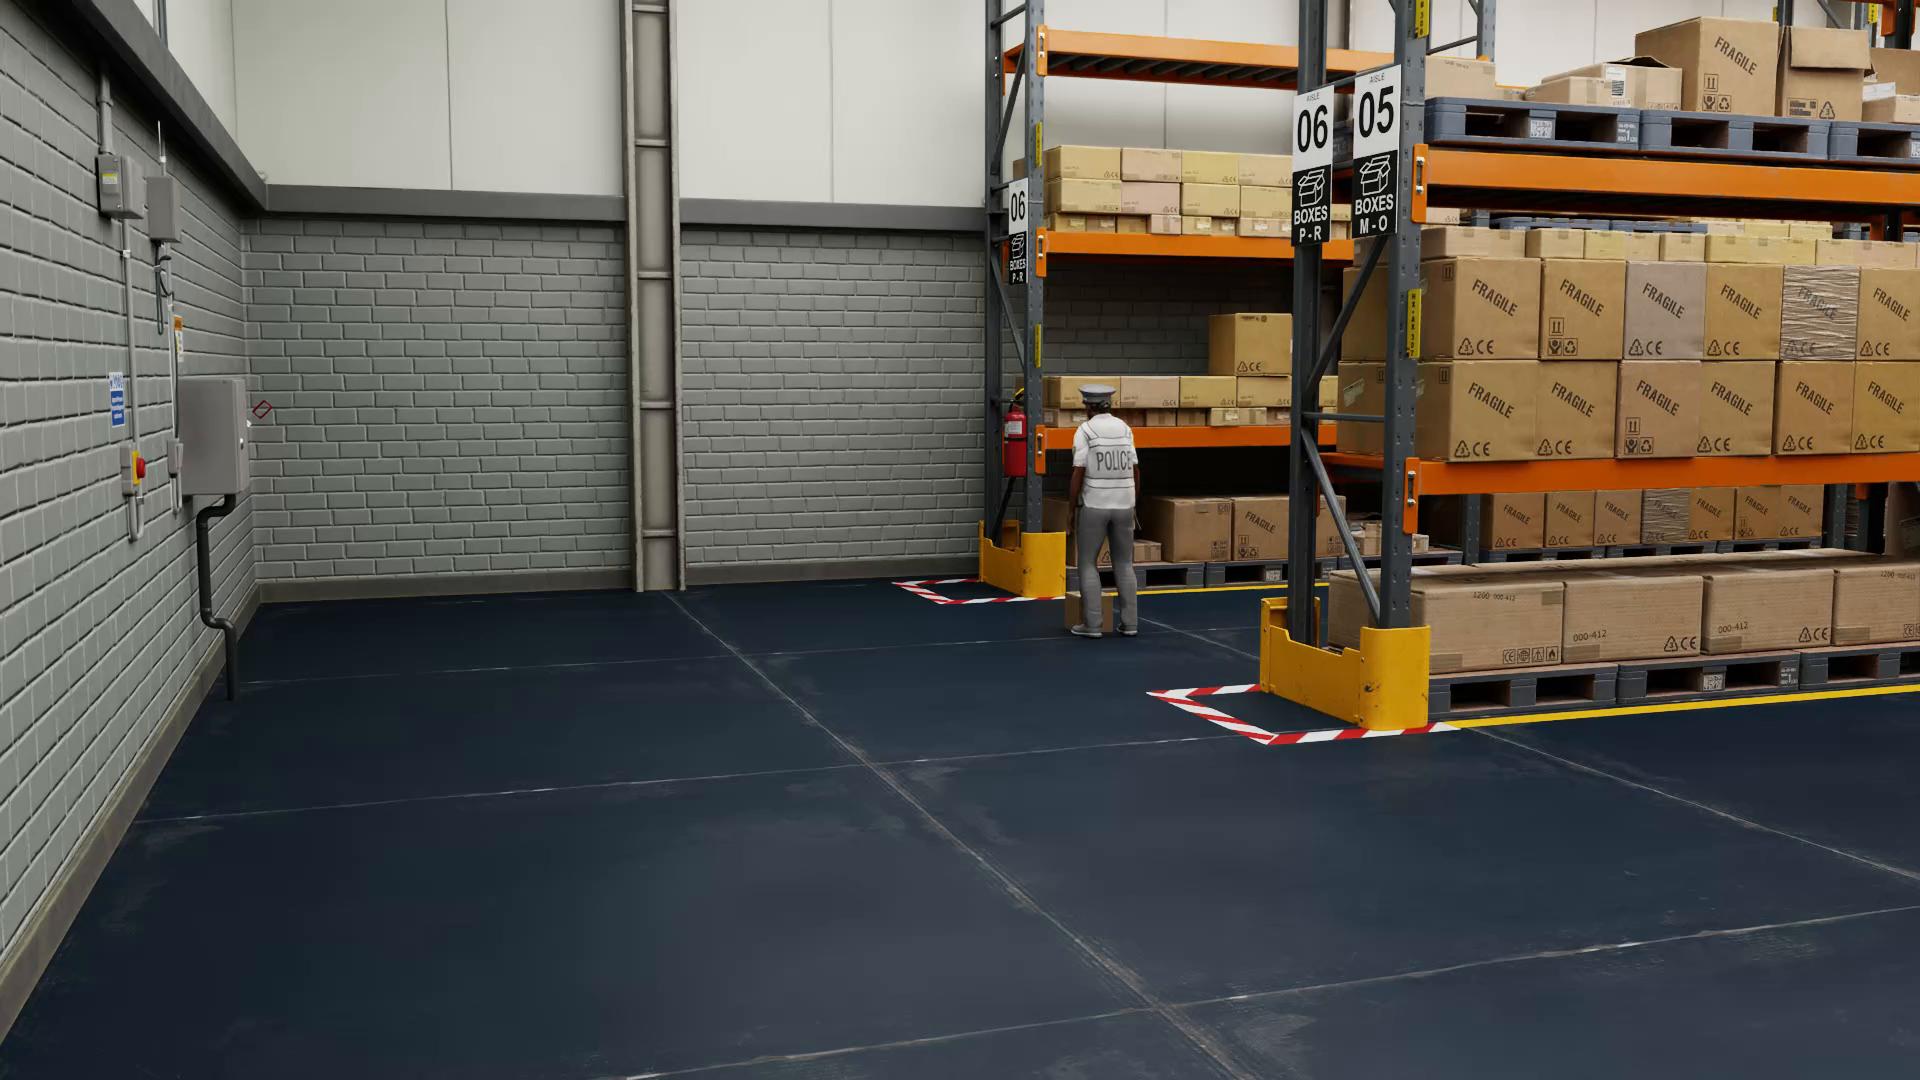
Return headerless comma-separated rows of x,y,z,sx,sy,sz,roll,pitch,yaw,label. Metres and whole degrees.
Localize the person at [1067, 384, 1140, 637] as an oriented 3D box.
0.953,-0.193,10.940,0.524,1.660,0.396,-2,6,-20,person
